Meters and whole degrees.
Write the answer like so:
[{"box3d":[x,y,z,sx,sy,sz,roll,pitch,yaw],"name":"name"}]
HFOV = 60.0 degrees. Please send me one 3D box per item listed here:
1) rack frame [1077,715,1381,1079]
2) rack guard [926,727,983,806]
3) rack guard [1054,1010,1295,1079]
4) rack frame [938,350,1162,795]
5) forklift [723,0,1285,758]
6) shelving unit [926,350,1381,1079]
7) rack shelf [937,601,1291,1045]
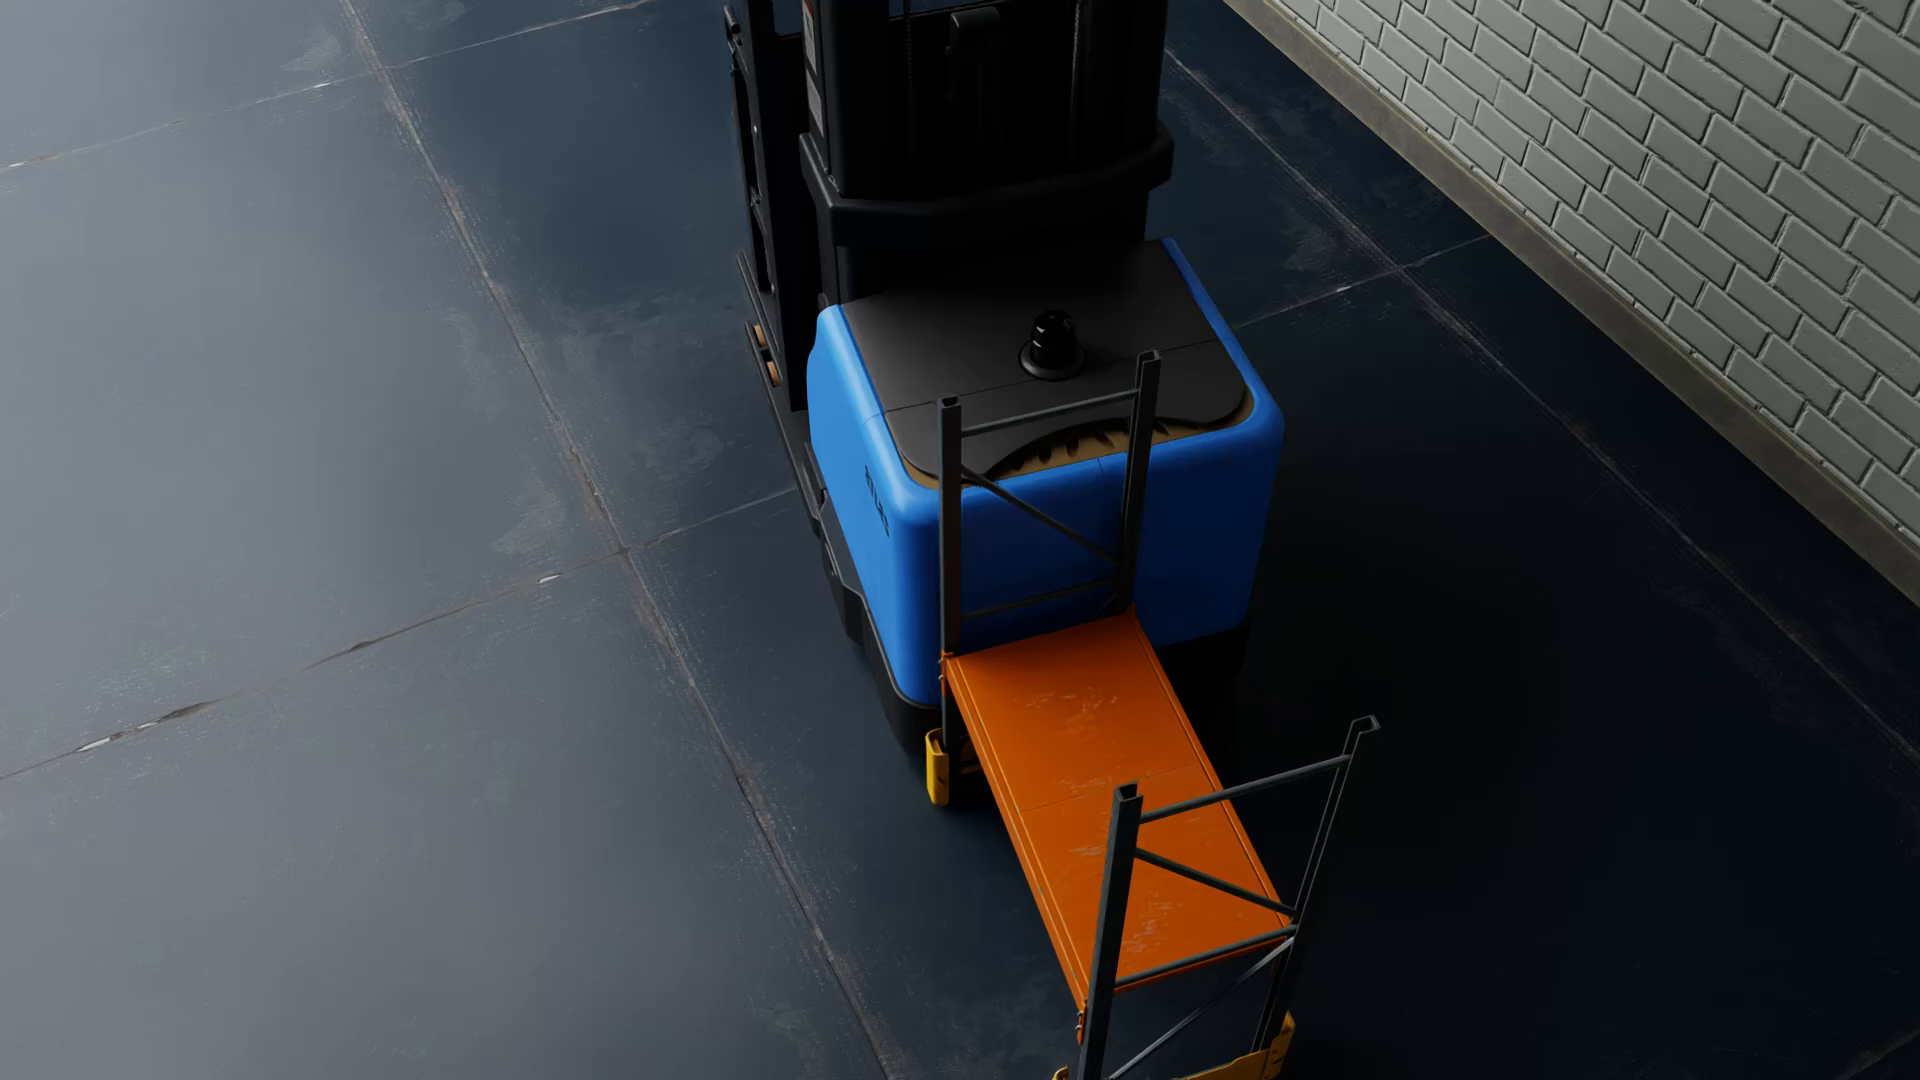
[{"box3d":[0.509,0.876,3.488,0.500,1.500,0.032,-14,50,-12],"name":"rack frame"},{"box3d":[0.195,0.561,4.594,0.587,0.250,0.087,-14,50,-12],"name":"rack guard"},{"box3d":[0.503,1.273,3.970,0.587,0.250,0.087,-14,50,-12],"name":"rack guard"},{"box3d":[0.195,0.148,4.124,0.500,1.500,0.032,-14,50,-12],"name":"rack frame"},{"box3d":[-0.102,-1.494,4.609,1.130,2.935,3.031,-13,50,-11],"name":"forklift"},{"box3d":[0.349,0.506,3.811,0.587,1.500,1.083,-14,50,-12],"name":"shelving unit"},{"box3d":[0.352,0.631,3.941,0.538,0.185,1.000,-14,50,-12],"name":"rack shelf"}]
